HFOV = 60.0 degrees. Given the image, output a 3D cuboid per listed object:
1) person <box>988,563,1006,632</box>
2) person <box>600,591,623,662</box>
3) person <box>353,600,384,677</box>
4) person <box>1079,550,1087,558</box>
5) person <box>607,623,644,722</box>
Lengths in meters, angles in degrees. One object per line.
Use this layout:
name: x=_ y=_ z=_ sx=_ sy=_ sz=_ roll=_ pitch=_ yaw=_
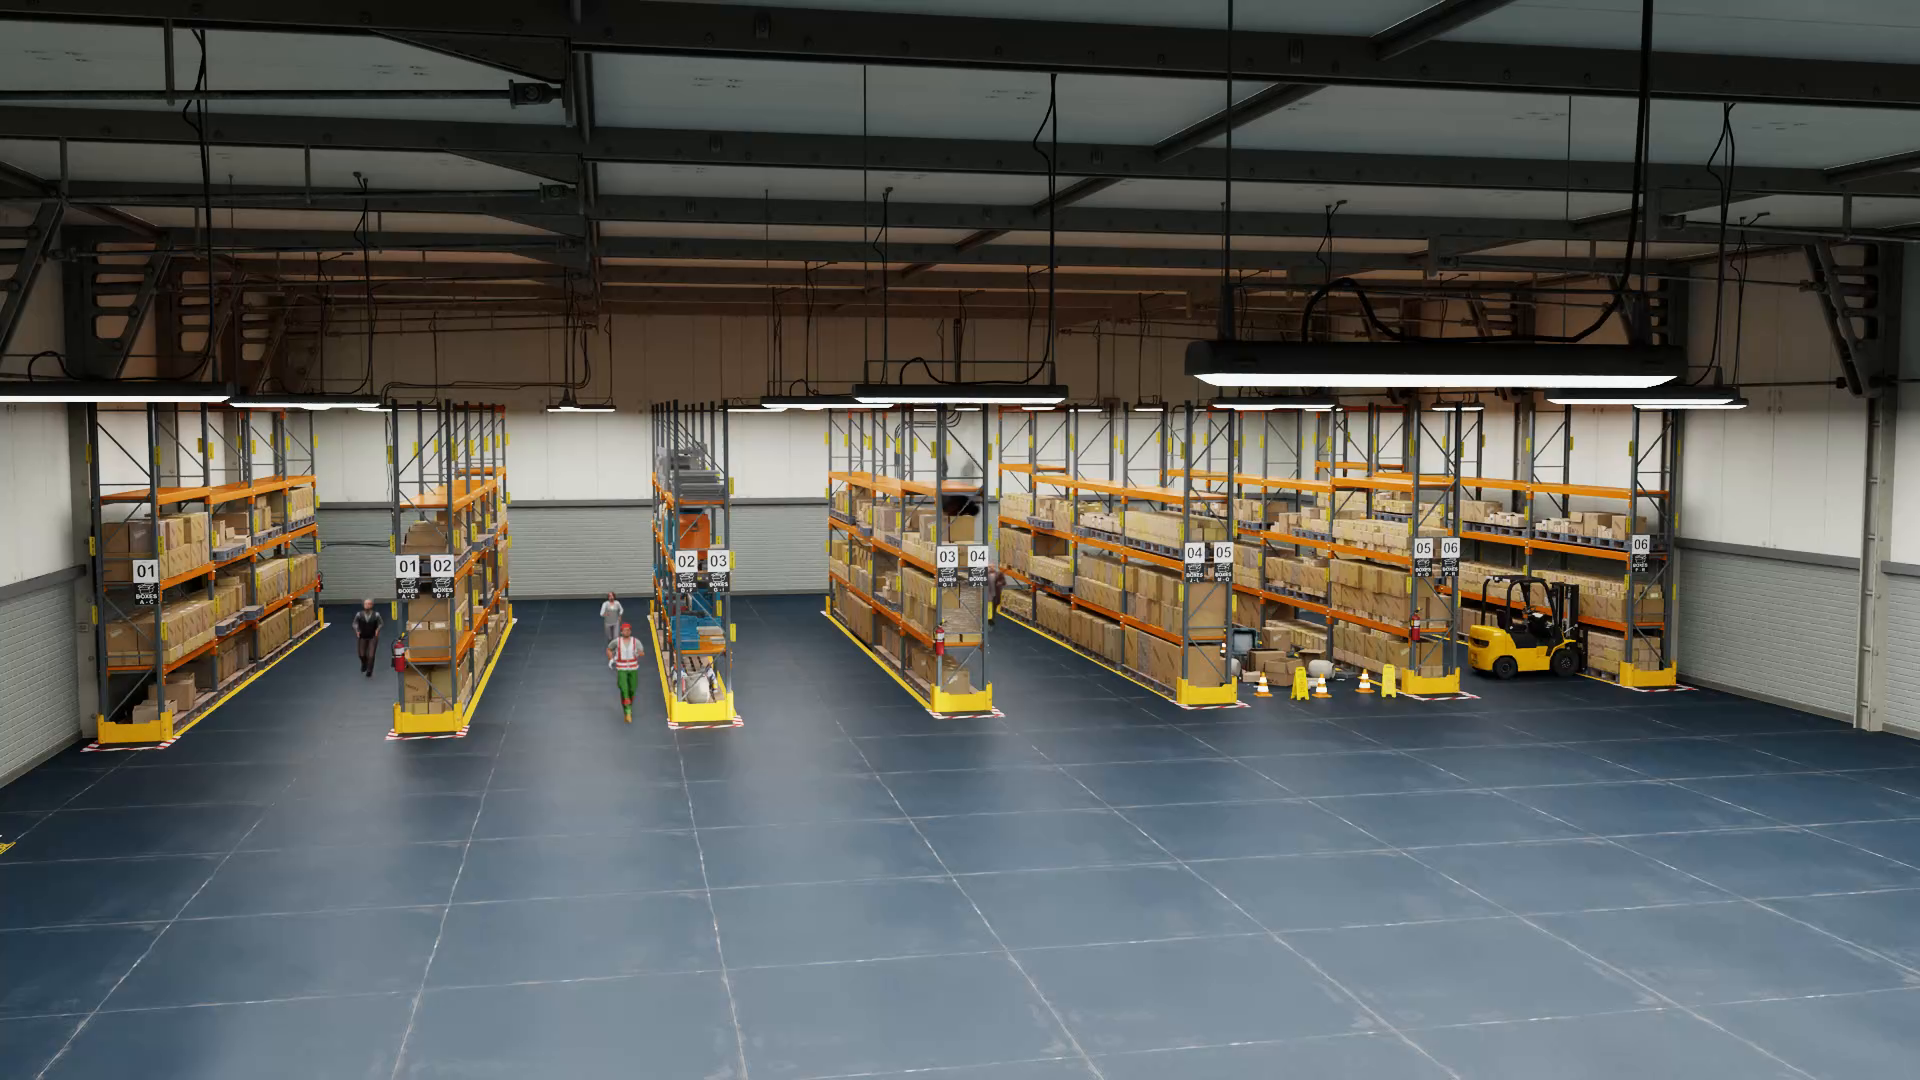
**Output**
person: x=0.891 y=1.509 z=44.211 sx=0.673 sy=1.839 sz=0.914 roll=-1 pitch=4 yaw=-8
person: x=-8.086 y=1.988 z=38.623 sx=0.531 sy=1.607 sz=0.838 roll=-1 pitch=4 yaw=-15
person: x=-12.926 y=2.145 z=36.326 sx=0.643 sy=1.676 sz=0.577 roll=-1 pitch=4 yaw=-17
person: x=3.824 y=1.106 z=50.572 sx=0.635 sy=1.589 sz=0.529 roll=-1 pitch=5 yaw=-18
person: x=-6.236 y=2.450 z=31.168 sx=0.653 sy=1.790 sz=0.899 roll=-2 pitch=5 yaw=-21
